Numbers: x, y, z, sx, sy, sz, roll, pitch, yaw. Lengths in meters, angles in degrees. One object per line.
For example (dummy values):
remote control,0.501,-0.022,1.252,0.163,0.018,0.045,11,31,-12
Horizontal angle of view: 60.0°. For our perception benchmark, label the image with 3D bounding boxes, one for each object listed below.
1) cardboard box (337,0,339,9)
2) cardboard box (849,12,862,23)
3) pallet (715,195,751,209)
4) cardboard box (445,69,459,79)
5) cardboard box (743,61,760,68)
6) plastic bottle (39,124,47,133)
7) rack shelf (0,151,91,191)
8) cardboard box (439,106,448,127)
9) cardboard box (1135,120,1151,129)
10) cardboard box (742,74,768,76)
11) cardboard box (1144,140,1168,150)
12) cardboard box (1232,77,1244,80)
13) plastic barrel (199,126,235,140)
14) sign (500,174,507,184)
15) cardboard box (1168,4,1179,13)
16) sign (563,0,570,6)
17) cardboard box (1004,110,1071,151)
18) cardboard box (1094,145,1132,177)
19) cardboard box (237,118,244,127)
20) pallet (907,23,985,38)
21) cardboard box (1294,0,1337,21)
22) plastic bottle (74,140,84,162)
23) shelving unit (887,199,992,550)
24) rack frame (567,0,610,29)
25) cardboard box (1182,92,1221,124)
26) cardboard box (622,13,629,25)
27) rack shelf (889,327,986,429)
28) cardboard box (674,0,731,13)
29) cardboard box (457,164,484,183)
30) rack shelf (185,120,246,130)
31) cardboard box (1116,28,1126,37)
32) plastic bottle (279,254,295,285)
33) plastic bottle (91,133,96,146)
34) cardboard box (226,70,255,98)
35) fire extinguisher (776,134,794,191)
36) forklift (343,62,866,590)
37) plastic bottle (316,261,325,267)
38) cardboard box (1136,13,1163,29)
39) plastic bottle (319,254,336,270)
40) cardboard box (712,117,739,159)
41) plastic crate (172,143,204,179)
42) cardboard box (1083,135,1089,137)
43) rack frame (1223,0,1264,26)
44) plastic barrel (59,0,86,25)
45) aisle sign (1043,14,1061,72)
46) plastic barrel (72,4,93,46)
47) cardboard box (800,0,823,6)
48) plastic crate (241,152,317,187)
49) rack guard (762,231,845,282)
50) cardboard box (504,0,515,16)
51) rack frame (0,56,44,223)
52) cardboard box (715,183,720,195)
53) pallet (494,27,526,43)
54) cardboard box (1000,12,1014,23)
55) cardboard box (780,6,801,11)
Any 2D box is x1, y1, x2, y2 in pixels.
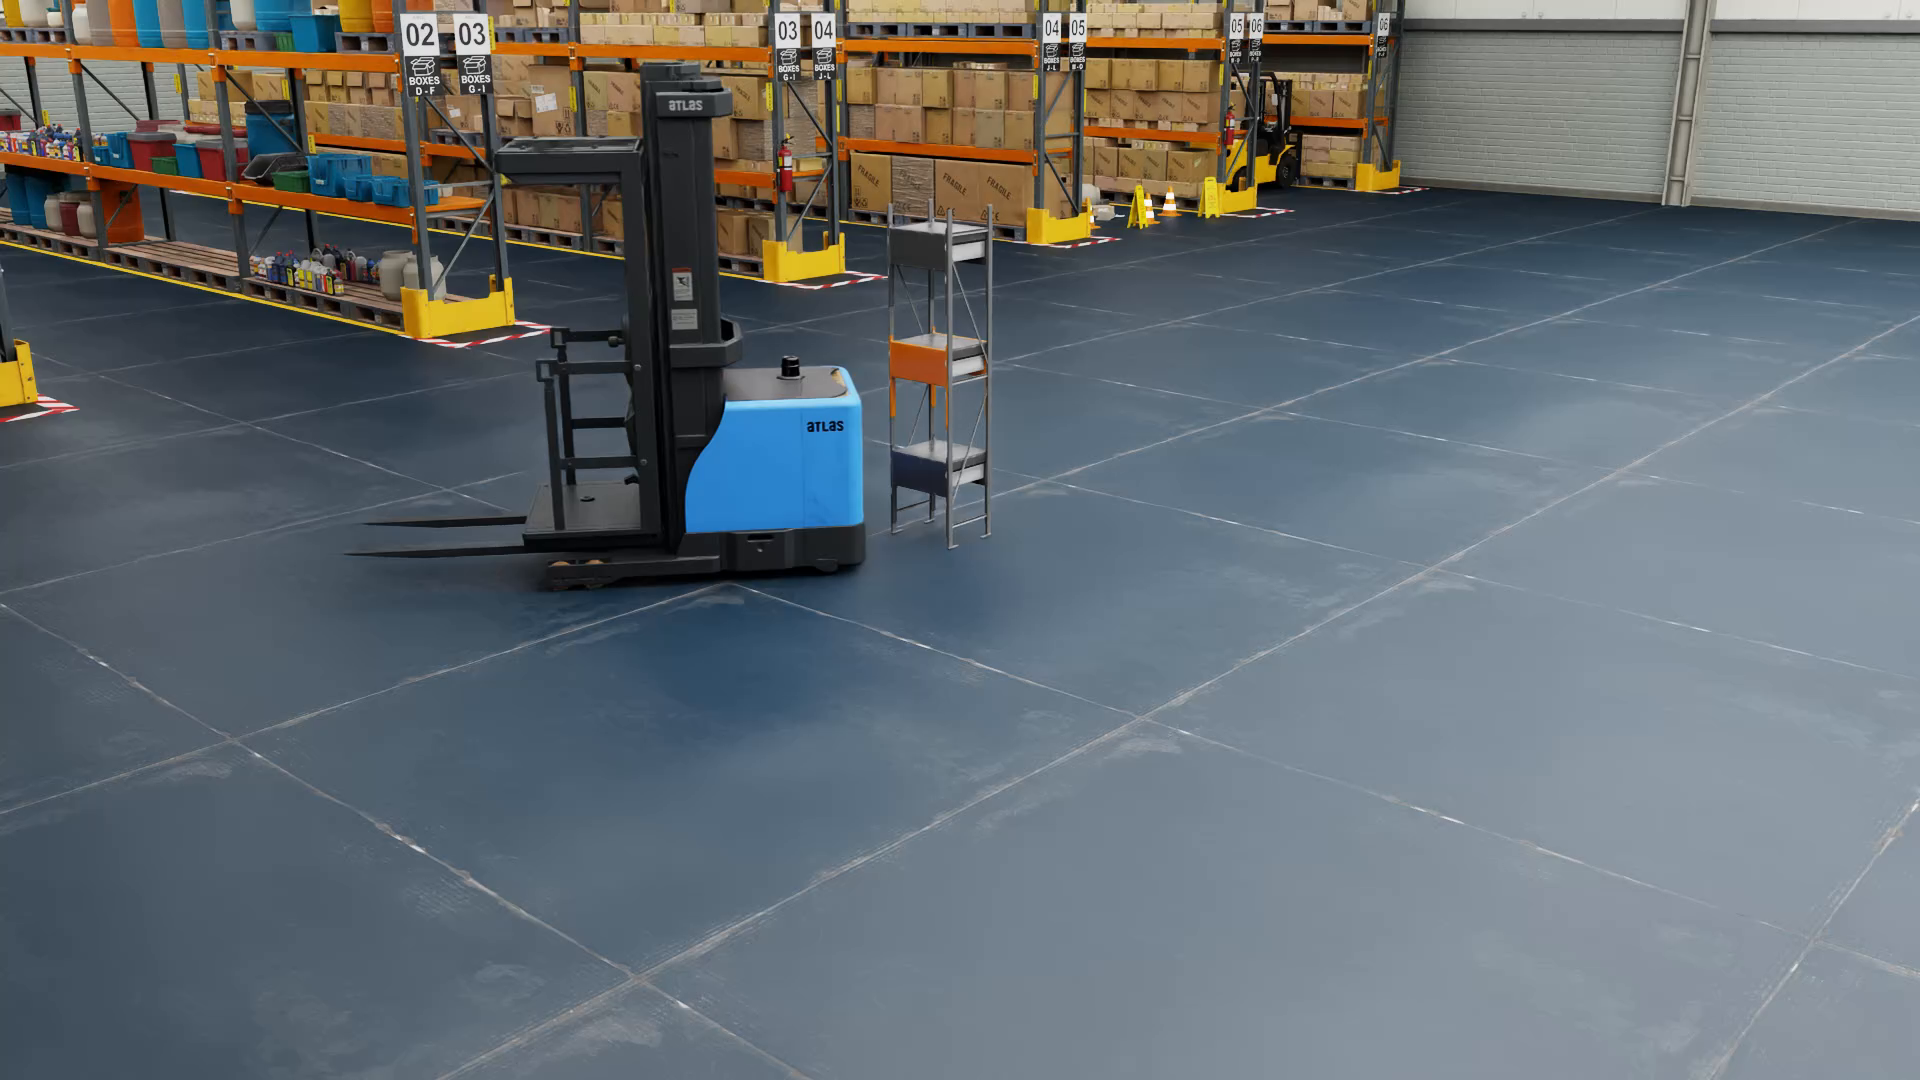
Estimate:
cardboard box,-9.446,-8.473,26.528,0.637,0.503,0.797,15,23,39
cardboard box,-1.498,-8.095,25.758,0.250,0.149,0.380,15,23,38
pallet,-3.997,-5.986,29.125,1.213,0.211,1.003,15,23,39
cardboard box,-9.979,-9.513,33.318,0.500,0.500,0.500,16,24,41
cardboard box,-4.180,-9.805,34.730,0.500,0.500,0.500,15,23,40
plastic bottle,-13.375,-5.905,24.340,0.185,0.351,0.144,15,23,39
rack shelf,-12.688,-5.327,23.627,4.000,0.370,1.077,15,23,39
cardboard box,-8.087,-6.596,26.270,0.500,0.500,0.500,16,24,41
cardboard box,3.232,-7.173,28.669,0.250,0.149,0.380,15,23,39
cardboard box,-2.521,-5.723,21.375,0.500,0.500,0.500,15,23,39
cardboard box,3.380,-6.792,28.595,0.250,0.149,0.380,16,23,40
cardboard box,5.575,-9.163,32.796,0.250,0.149,0.380,16,23,40
plastic barrel,-9.319,-4.919,20.928,0.433,0.535,0.433,0,18,0
sign,-4.840,-3.918,17.539,0.005,0.325,0.100,15,23,39
cardboard box,3.682,-8.886,27.791,0.250,0.149,0.380,15,23,40
sign,-5.278,-7.323,22.264,0.005,0.325,0.100,15,23,39
cardboard box,1.139,-6.020,24.375,0.550,0.550,0.875,15,23,39
cardboard box,2.722,-6.686,29.332,0.500,0.500,0.500,17,24,42
cardboard box,-12.493,-7.369,29.287,0.250,0.149,0.380,16,23,40
pallet,-0.032,-7.663,24.988,1.213,0.211,1.003,15,23,39
cardboard box,6.756,-10.136,31.607,0.500,0.500,0.700,15,23,40
plastic bottle,-11.778,-5.197,22.223,0.133,0.283,0.061,15,23,39
shelving unit,-0.124,-1.034,10.399,0.503,2.100,0.431,15,23,39
rack frame,-4.913,-8.445,22.346,0.127,3.000,1.000,15,23,39
cardboard box,4.068,-7.261,27.874,0.500,0.500,0.500,15,23,38
cardboard box,-4.228,-6.862,21.905,0.250,0.149,0.380,16,24,41
rack shelf,-0.124,-1.021,10.403,0.480,0.518,0.431,15,23,39
cardboard box,-3.248,-6.894,20.934,0.500,0.500,0.500,15,23,39
cardboard box,-7.383,-5.637,25.580,0.500,0.250,0.500,16,24,41
rack shelf,-12.392,-7.251,29.689,4.000,0.370,1.077,15,23,39
cardboard box,2.890,-8.709,28.553,0.250,0.149,0.380,15,23,40
plastic bottle,-7.731,-3.118,19.131,0.185,0.351,0.144,14,22,37
plastic bottle,-12.338,-5.648,23.654,0.135,0.276,0.152,15,23,39
cardboard box,-13.349,-8.385,30.589,0.500,0.500,0.500,15,23,40
fire extinguisher,-2.141,-4.618,20.334,0.183,0.674,0.296,15,23,39
forklift,-2.126,-1.275,9.784,3.031,2.935,1.130,-3,18,-8
plastic bottle,-7.333,-3.036,18.995,0.135,0.276,0.152,15,23,39
cardboard box,3.329,-8.771,28.087,0.500,0.250,0.500,16,24,41
plastic bottle,-7.463,-3.235,19.623,0.135,0.276,0.152,15,23,39
cardboard box,-2.768,-5.162,21.261,0.500,0.500,0.875,15,23,39
plastic crate,-9.232,-4.609,20.201,0.575,0.384,0.392,15,23,39
cardboard box,2.917,-8.565,35.873,0.625,0.625,0.875,16,24,41
rack frame,4.657,-9.884,26.880,0.127,3.000,1.000,15,23,39
plastic barrel,-11.615,-7.218,22.032,0.708,0.830,0.600,15,23,39
aisle sign,1.301,-7.041,23.543,0.004,0.787,0.394,15,23,39
plastic barrel,-11.163,-6.620,21.368,0.421,0.512,0.421,0,18,0
cardboard box,-2.837,-10.597,33.225,0.500,0.500,0.500,15,23,40
plastic crate,-7.893,-4.302,19.310,0.504,0.338,0.767,15,23,39
rack guard,-1.978,-3.606,21.149,0.348,0.500,1.175,15,23,39
cardboard box,-6.631,-7.862,24.475,0.500,0.500,0.500,16,23,40
rack frame,-14.184,-6.071,24.784,0.127,3.000,1.000,15,23,39
cardboard box,-4.141,-6.476,29.084,0.750,0.750,1.050,15,23,39
pallet,-6.081,-7.282,23.949,1.003,0.211,1.213,15,23,39
cardboard box,0.785,-7.483,23.829,0.250,0.149,0.380,15,23,40
cardboard box,-2.614,-8.492,26.840,0.500,0.250,0.500,15,23,39
